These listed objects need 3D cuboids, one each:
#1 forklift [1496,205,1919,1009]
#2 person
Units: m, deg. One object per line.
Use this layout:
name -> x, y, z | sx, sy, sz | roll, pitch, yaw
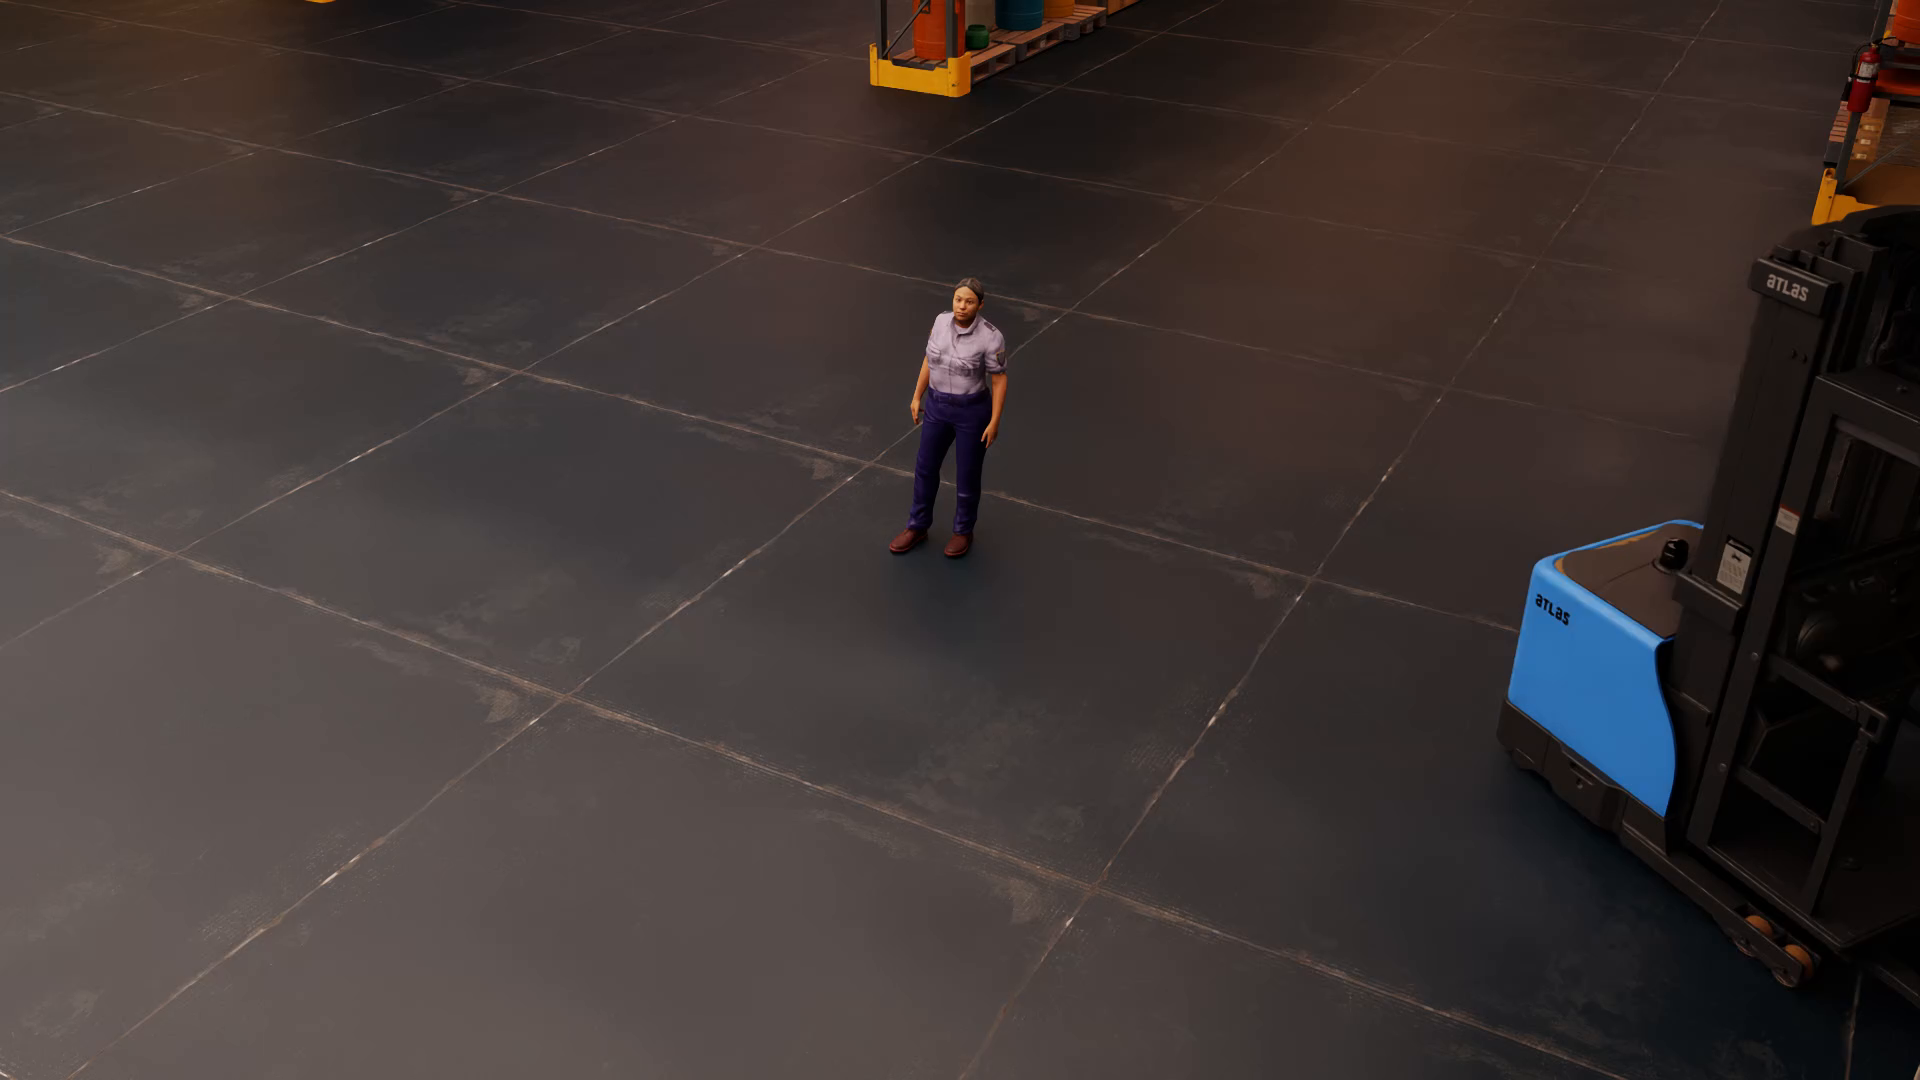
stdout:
forklift -> 3.737, 0.309, 6.536 | 1.130, 2.935, 3.031 | -14, 33, -22
person -> -0.064, -0.682, 9.531 | 0.598, 1.643, 0.502 | 15, 33, 25
